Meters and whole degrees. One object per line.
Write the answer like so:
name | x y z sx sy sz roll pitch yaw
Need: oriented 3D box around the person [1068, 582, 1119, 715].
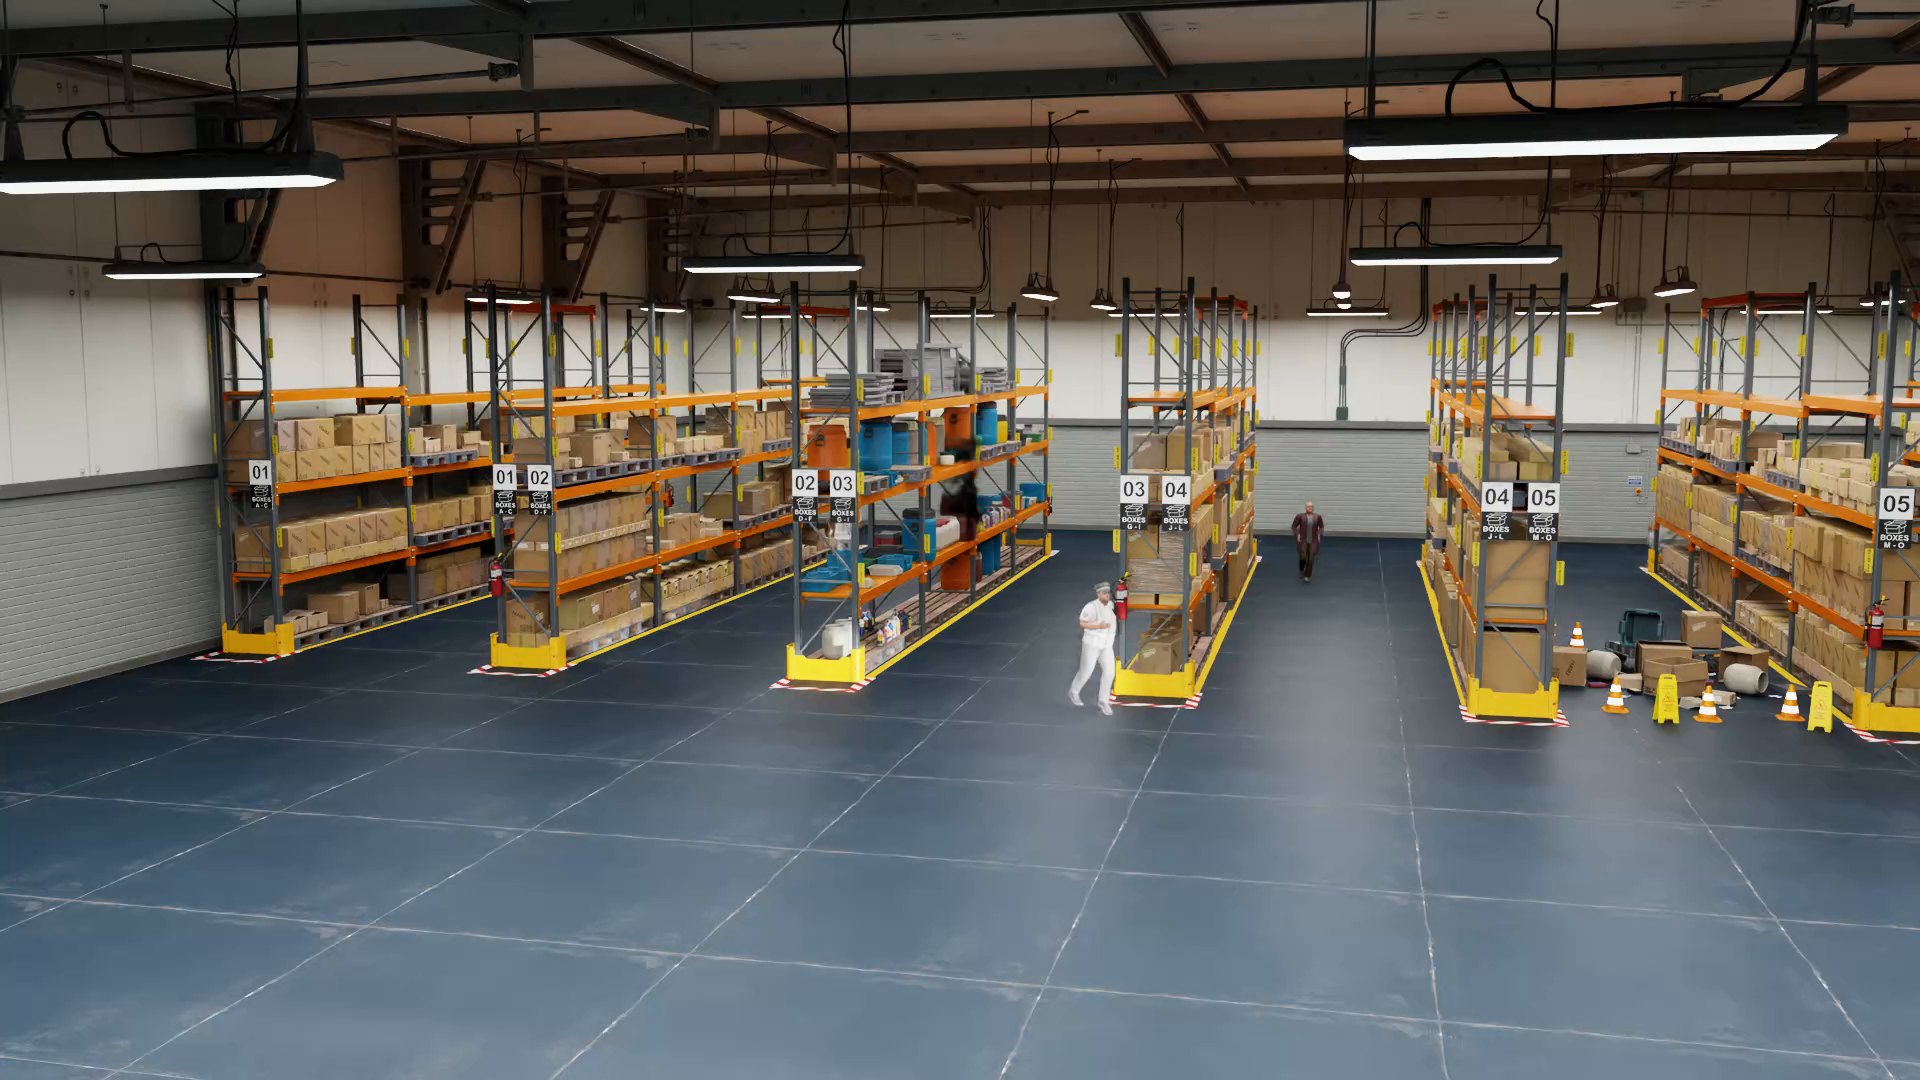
person | 1.917 1.478 23.112 0.663 1.837 0.835 -4 8 -30

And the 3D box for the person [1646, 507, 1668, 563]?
person | 16.258 -0.233 38.534 0.604 1.638 0.757 2 7 20

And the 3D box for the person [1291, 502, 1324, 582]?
person | 7.456 0.047 35.620 0.685 1.731 0.630 1 7 5

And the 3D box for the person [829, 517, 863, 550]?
person | -2.293 0.010 33.157 0.705 1.787 0.791 0 7 4
